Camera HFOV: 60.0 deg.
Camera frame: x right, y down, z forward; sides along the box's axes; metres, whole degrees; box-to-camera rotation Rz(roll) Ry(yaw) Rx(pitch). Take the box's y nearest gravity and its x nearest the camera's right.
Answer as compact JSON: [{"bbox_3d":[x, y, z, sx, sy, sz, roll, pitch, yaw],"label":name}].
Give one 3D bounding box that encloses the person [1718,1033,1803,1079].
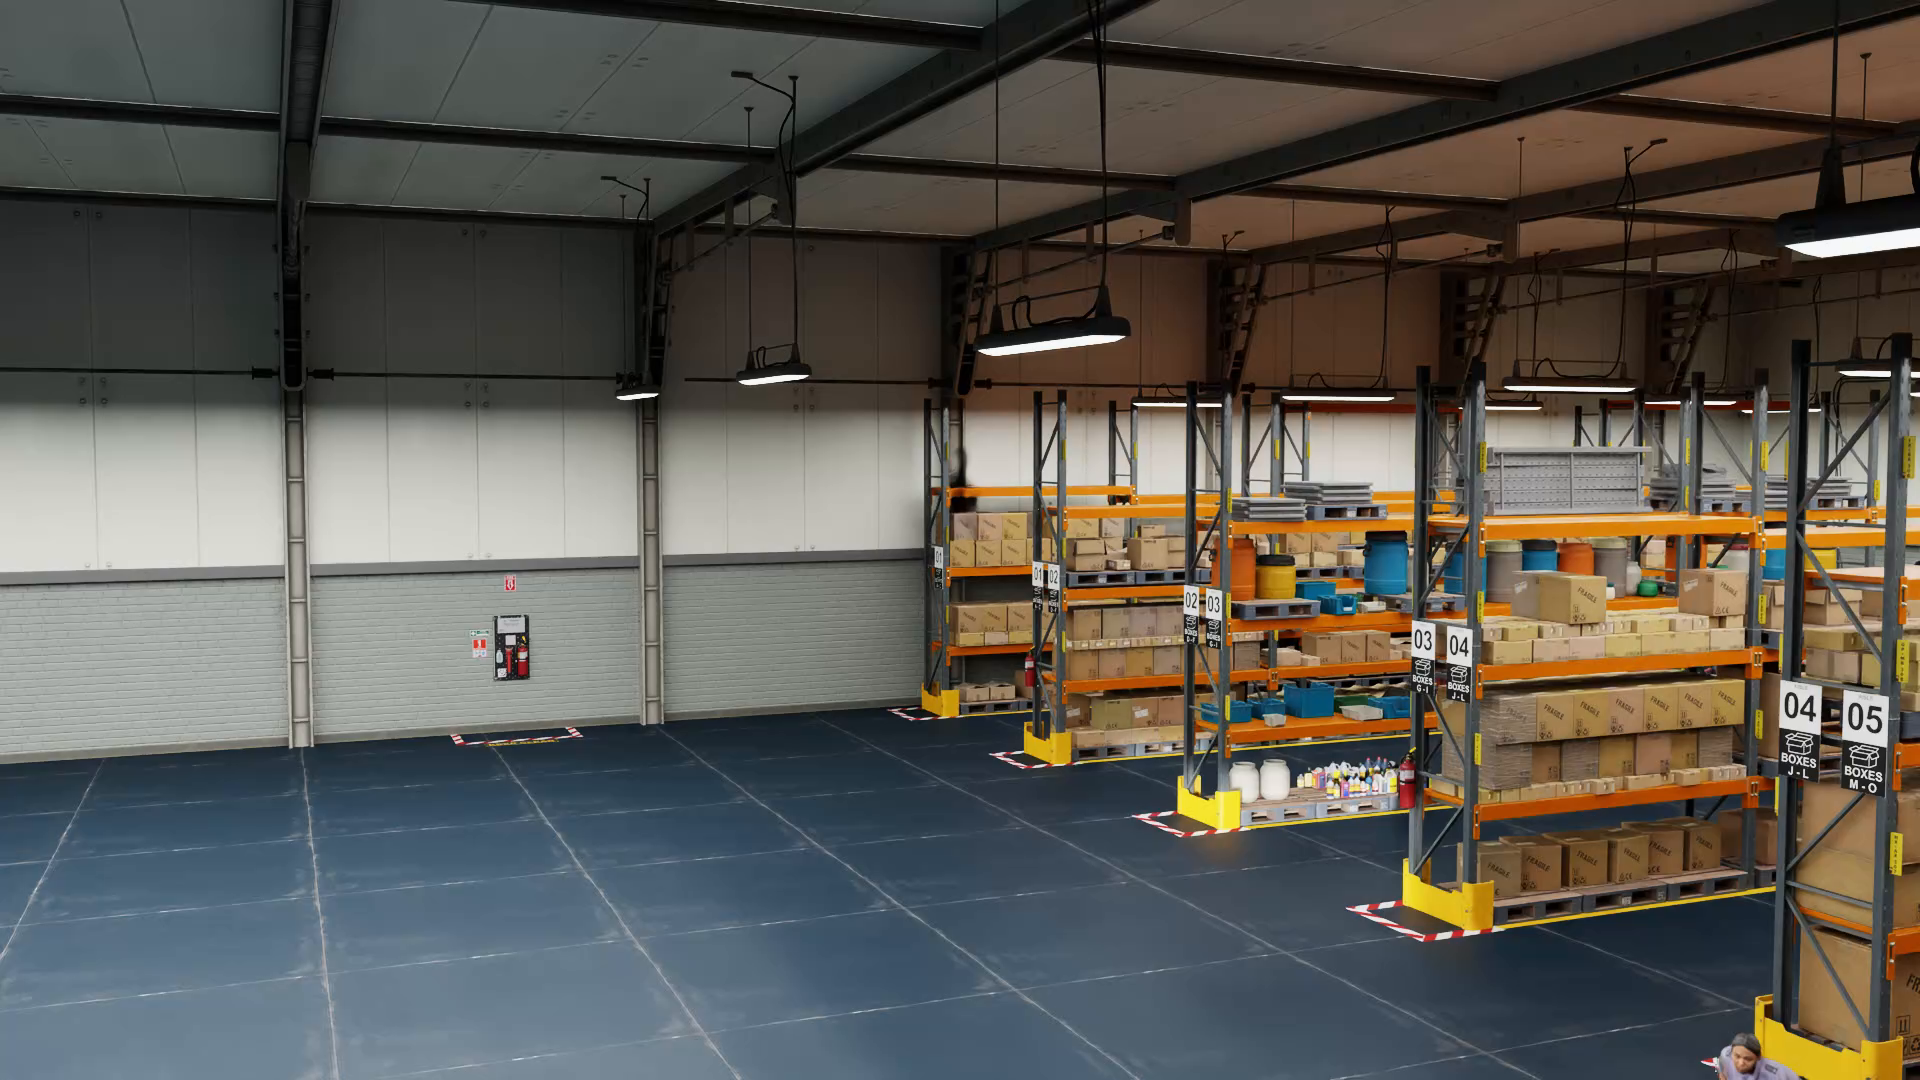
[{"bbox_3d":[5.259,3.821,10.774,0.973,1.454,0.610,-3,4,-40],"label":"person"}]
